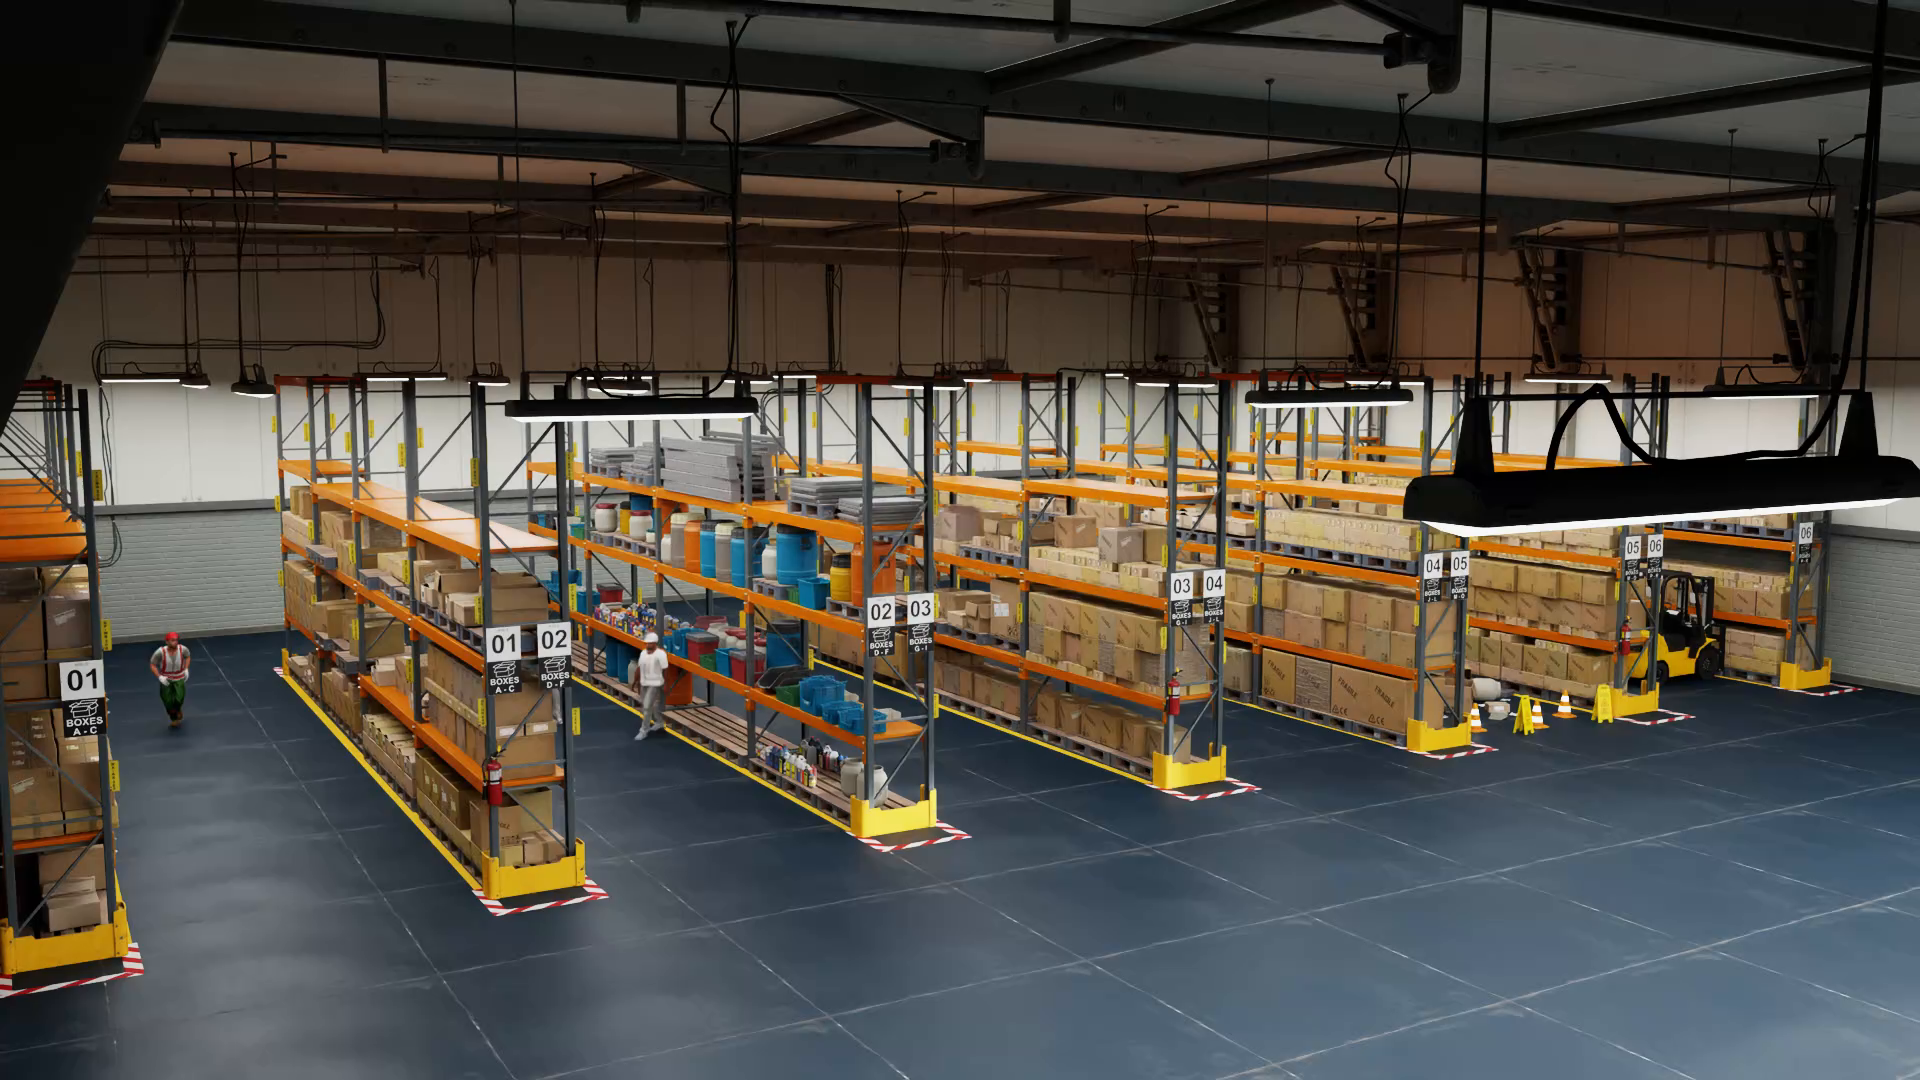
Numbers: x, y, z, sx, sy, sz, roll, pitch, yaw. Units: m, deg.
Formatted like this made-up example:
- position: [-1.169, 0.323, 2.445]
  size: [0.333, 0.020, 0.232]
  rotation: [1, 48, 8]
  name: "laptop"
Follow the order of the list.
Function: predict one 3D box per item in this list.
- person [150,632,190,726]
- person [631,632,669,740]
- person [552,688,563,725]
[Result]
- position: [-13.531, 2.383, 28.510]
  size: [0.624, 1.685, 0.628]
  rotation: [-3, 7, -23]
  name: "person"
- position: [-5.217, 2.425, 27.850]
  size: [0.645, 1.751, 0.753]
  rotation: [5, 8, 38]
  name: "person"
- position: [-7.011, 2.393, 28.918]
  size: [0.457, 1.513, 0.972]
  rotation: [-4, 7, -32]
  name: "person"
